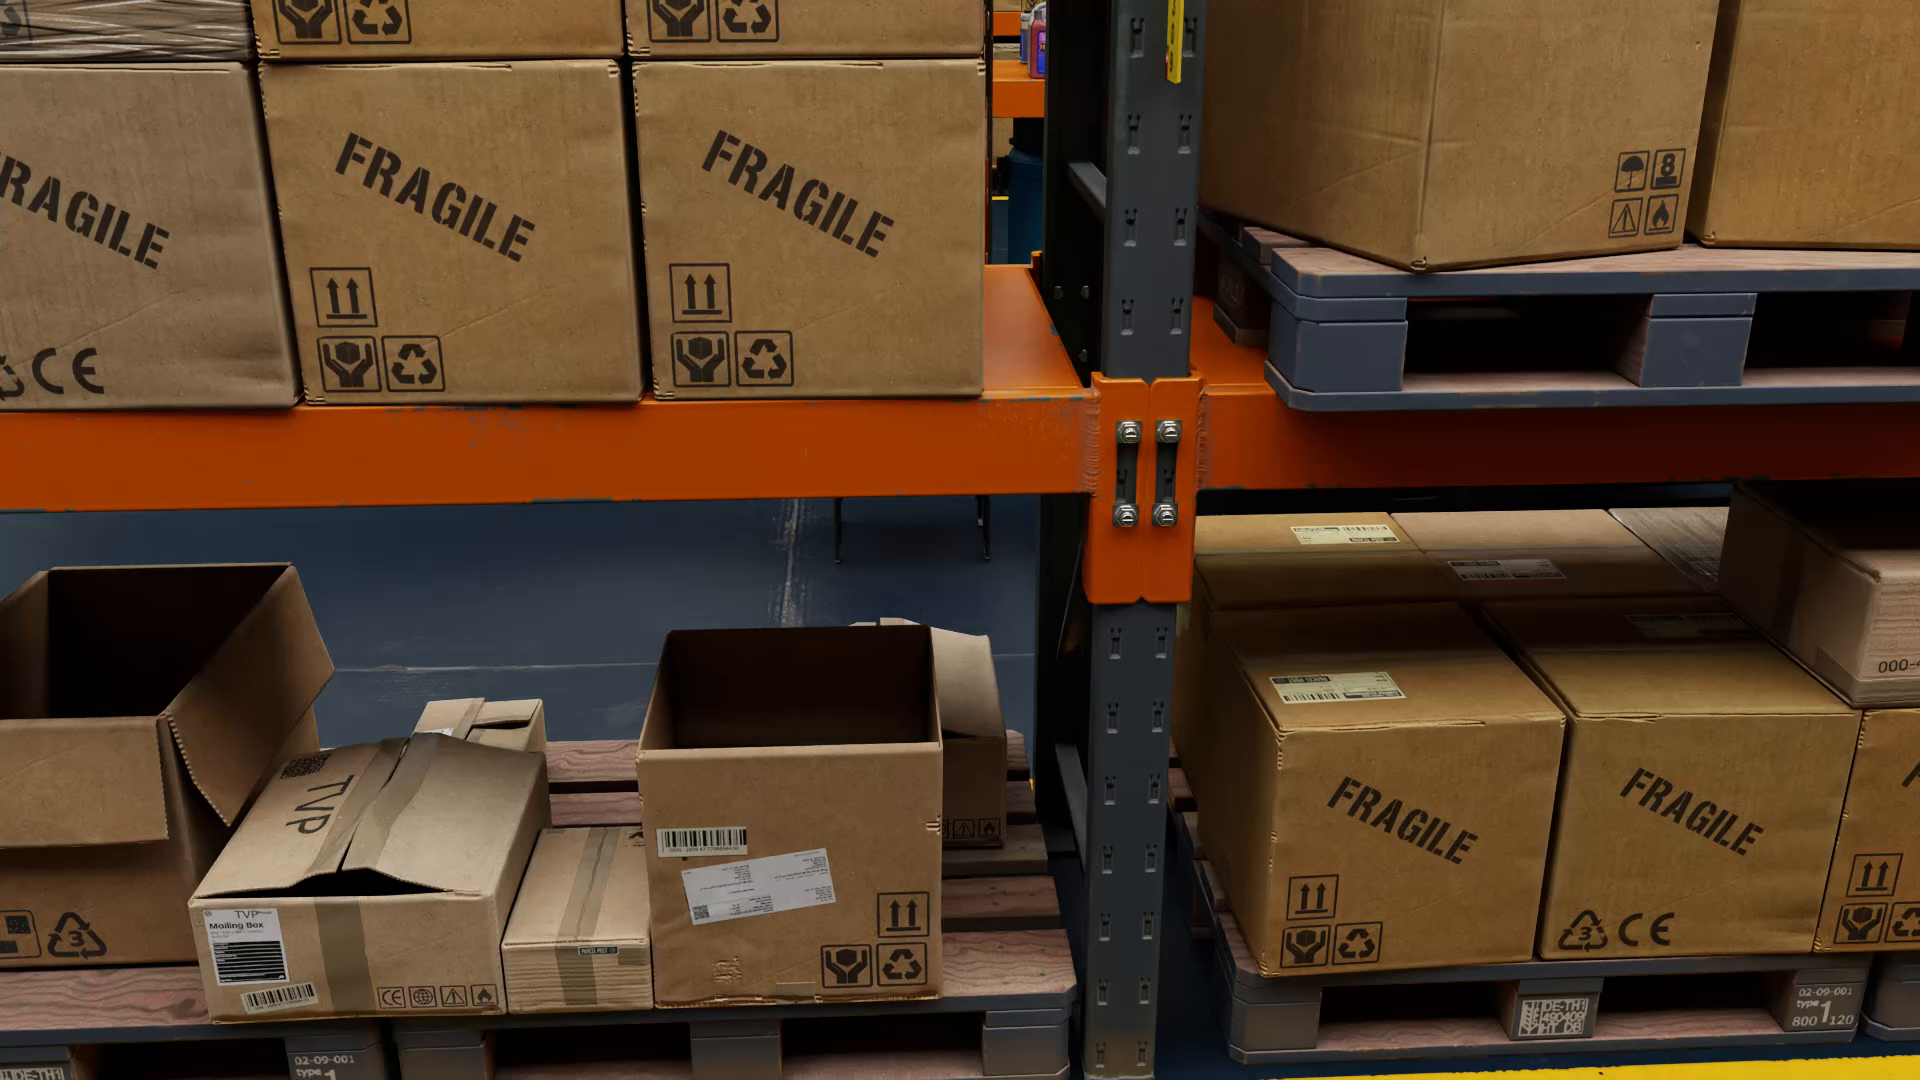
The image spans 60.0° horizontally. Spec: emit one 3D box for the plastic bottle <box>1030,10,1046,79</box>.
[{"bbox_3d":[0.373,-2.150,7.217,0.133,0.283,0.061,-1,21,-3],"label":"plastic bottle"}]

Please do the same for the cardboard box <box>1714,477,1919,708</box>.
[{"bbox_3d":[1.757,0.080,3.037,0.500,0.250,0.500,-1,21,-3],"label":"cardboard box"}]

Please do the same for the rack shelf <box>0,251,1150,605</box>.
[{"bbox_3d":[-1.735,-0.212,2.974,4.000,0.370,1.077,-1,21,-3],"label":"rack shelf"}]

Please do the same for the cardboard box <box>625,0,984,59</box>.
[{"bbox_3d":[-0.229,-1.001,2.488,0.500,0.500,0.500,-1,21,-3],"label":"cardboard box"}]

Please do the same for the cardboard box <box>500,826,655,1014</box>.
[{"bbox_3d":[-0.662,0.679,3.010,0.250,0.149,0.380,-1,21,-3],"label":"cardboard box"}]

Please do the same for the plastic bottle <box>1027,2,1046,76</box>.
[{"bbox_3d":[0.393,-2.218,7.302,0.185,0.351,0.144,-1,21,-3],"label":"plastic bottle"}]

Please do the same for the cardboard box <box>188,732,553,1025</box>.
[{"bbox_3d":[-1.040,0.590,3.017,0.500,0.311,0.500,-1,21,-3],"label":"cardboard box"}]

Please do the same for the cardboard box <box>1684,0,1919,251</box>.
[{"bbox_3d":[1.430,-0.799,2.772,0.500,0.500,0.700,2,21,6],"label":"cardboard box"}]

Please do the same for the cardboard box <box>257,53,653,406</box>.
[{"bbox_3d":[-0.738,-0.524,2.640,0.500,0.500,0.500,-1,21,-2],"label":"cardboard box"}]

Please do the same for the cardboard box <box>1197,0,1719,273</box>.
[{"bbox_3d":[0.747,-0.762,2.676,0.500,0.500,0.700,-9,22,-21],"label":"cardboard box"}]

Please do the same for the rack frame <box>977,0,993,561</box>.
[{"bbox_3d":[0.078,-0.983,5.252,0.015,2.100,0.400,-1,21,-3],"label":"rack frame"}]

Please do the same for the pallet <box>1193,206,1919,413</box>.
[{"bbox_3d":[1.065,-0.477,2.927,1.213,0.211,1.003,-1,21,-3],"label":"pallet"}]

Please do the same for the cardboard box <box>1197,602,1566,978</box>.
[{"bbox_3d":[0.758,0.450,3.117,0.500,0.500,0.500,-2,21,-5],"label":"cardboard box"}]

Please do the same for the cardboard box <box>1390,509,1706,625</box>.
[{"bbox_3d":[1.232,0.255,3.631,0.500,0.500,0.500,-1,21,-3],"label":"cardboard box"}]

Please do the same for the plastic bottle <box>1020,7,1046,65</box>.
[{"bbox_3d":[0.357,-2.414,7.919,0.135,0.276,0.152,-1,21,-3],"label":"plastic bottle"}]

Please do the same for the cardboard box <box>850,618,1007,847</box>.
[{"bbox_3d":[-0.170,0.394,3.532,0.500,0.311,0.500,-1,21,-3],"label":"cardboard box"}]

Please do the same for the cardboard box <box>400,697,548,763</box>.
[{"bbox_3d":[-1.033,0.482,3.502,0.250,0.166,0.380,-1,21,-3],"label":"cardboard box"}]

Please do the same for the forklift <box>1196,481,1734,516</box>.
[{"bbox_3d":[2.219,-1.503,5.451,3.031,2.935,1.130,-3,21,-8],"label":"forklift"}]

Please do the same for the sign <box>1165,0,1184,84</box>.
[{"bbox_3d":[0.300,-0.801,2.292,0.005,0.325,0.100,-1,21,-3],"label":"sign"}]

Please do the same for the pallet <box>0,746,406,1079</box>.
[{"bbox_3d":[-1.645,0.754,3.345,1.213,0.211,1.003,-1,21,-3],"label":"pallet"}]

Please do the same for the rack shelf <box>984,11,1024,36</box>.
[{"bbox_3d":[1.696,-3.813,12.430,4.000,0.370,1.077,-1,21,-3],"label":"rack shelf"}]

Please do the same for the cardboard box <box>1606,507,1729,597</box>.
[{"bbox_3d":[1.732,0.245,3.658,0.500,0.500,0.500,-1,21,-2],"label":"cardboard box"}]

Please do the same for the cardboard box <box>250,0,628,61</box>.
[{"bbox_3d":[-0.740,-0.989,2.458,0.500,0.500,0.500,-2,21,-4],"label":"cardboard box"}]

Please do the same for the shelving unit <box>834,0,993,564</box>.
[{"bbox_3d":[-0.165,-0.978,5.239,0.503,2.100,0.431,-1,21,-3],"label":"shelving unit"}]

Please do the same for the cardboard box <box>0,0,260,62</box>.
[{"bbox_3d":[-1.243,-0.979,2.432,0.500,0.500,0.500,-1,21,-3],"label":"cardboard box"}]

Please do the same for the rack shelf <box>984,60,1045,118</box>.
[{"bbox_3d":[1.979,-2.053,7.809,4.000,0.370,1.077,-1,21,-3],"label":"rack shelf"}]

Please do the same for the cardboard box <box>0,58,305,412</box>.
[{"bbox_3d":[-1.250,-0.512,2.610,0.500,0.500,0.500,-1,21,-2],"label":"cardboard box"}]

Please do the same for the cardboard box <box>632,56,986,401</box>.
[{"bbox_3d":[-0.223,-0.534,2.669,0.500,0.500,0.500,-1,21,-2],"label":"cardboard box"}]

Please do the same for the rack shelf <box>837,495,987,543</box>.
[{"bbox_3d":[-0.165,-0.311,5.492,0.480,0.518,0.431,-1,21,-3],"label":"rack shelf"}]

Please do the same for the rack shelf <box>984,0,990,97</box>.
[{"bbox_3d":[-0.165,-1.619,4.994,0.480,0.518,0.431,-1,21,-3],"label":"rack shelf"}]

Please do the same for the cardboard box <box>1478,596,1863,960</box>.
[{"bbox_3d":[1.290,0.436,3.156,0.500,0.500,0.500,-1,21,-2],"label":"cardboard box"}]

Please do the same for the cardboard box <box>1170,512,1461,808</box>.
[{"bbox_3d":[0.738,0.262,3.613,0.500,0.500,0.500,-1,21,-3],"label":"cardboard box"}]

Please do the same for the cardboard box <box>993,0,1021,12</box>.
[{"bbox_3d":[0.173,-4.075,11.969,0.500,0.500,0.500,-1,21,-3],"label":"cardboard box"}]

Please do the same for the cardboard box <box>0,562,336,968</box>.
[{"bbox_3d":[-1.614,0.412,3.213,0.637,0.503,0.797,-1,21,-3],"label":"cardboard box"}]

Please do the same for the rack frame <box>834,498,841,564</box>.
[{"bbox_3d":[-0.409,-0.973,5.226,0.015,2.100,0.400,-1,21,-3],"label":"rack frame"}]

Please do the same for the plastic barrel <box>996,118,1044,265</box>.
[{"bbox_3d":[0.526,-1.569,7.886,0.708,0.901,0.600,-1,21,-3],"label":"plastic barrel"}]

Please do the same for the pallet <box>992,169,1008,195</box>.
[{"bbox_3d":[0.466,-2.847,12.803,1.213,0.211,1.003,-1,21,-3],"label":"pallet"}]

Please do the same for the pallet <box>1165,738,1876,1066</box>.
[{"bbox_3d":[1.071,0.684,3.527,1.213,0.211,1.003,-1,21,-3],"label":"pallet"}]

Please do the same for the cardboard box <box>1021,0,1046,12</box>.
[{"bbox_3d":[0.675,-4.086,11.997,0.500,0.500,0.500,-1,21,-3],"label":"cardboard box"}]

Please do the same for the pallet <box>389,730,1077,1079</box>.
[{"bbox_3d":[-0.424,0.728,3.413,1.213,0.211,1.003,-1,21,-3],"label":"pallet"}]

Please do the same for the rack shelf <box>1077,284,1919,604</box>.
[{"bbox_3d":[2.258,-0.293,3.187,4.000,0.370,1.077,-1,21,-3],"label":"rack shelf"}]

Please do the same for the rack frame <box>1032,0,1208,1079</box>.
[{"bbox_3d":[0.261,-0.589,2.952,0.127,3.000,1.000,-1,21,-3],"label":"rack frame"}]

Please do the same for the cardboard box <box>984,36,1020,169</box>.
[{"bbox_3d":[0.337,-3.332,12.552,0.875,0.875,1.225,-1,21,-3],"label":"cardboard box"}]

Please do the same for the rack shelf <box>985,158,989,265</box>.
[{"bbox_3d":[-0.165,-0.965,5.243,0.480,0.518,0.431,-1,21,-3],"label":"rack shelf"}]

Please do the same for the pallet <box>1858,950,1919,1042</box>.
[{"bbox_3d":[2.292,0.658,3.595,1.213,0.211,1.003,-1,21,-3],"label":"pallet"}]

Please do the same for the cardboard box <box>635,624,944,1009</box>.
[{"bbox_3d":[-0.291,0.486,3.024,0.500,0.500,0.500,-1,21,-3],"label":"cardboard box"}]

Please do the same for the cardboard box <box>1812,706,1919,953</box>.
[{"bbox_3d":[1.789,0.428,3.176,0.500,0.500,0.500,-1,21,-2],"label":"cardboard box"}]
